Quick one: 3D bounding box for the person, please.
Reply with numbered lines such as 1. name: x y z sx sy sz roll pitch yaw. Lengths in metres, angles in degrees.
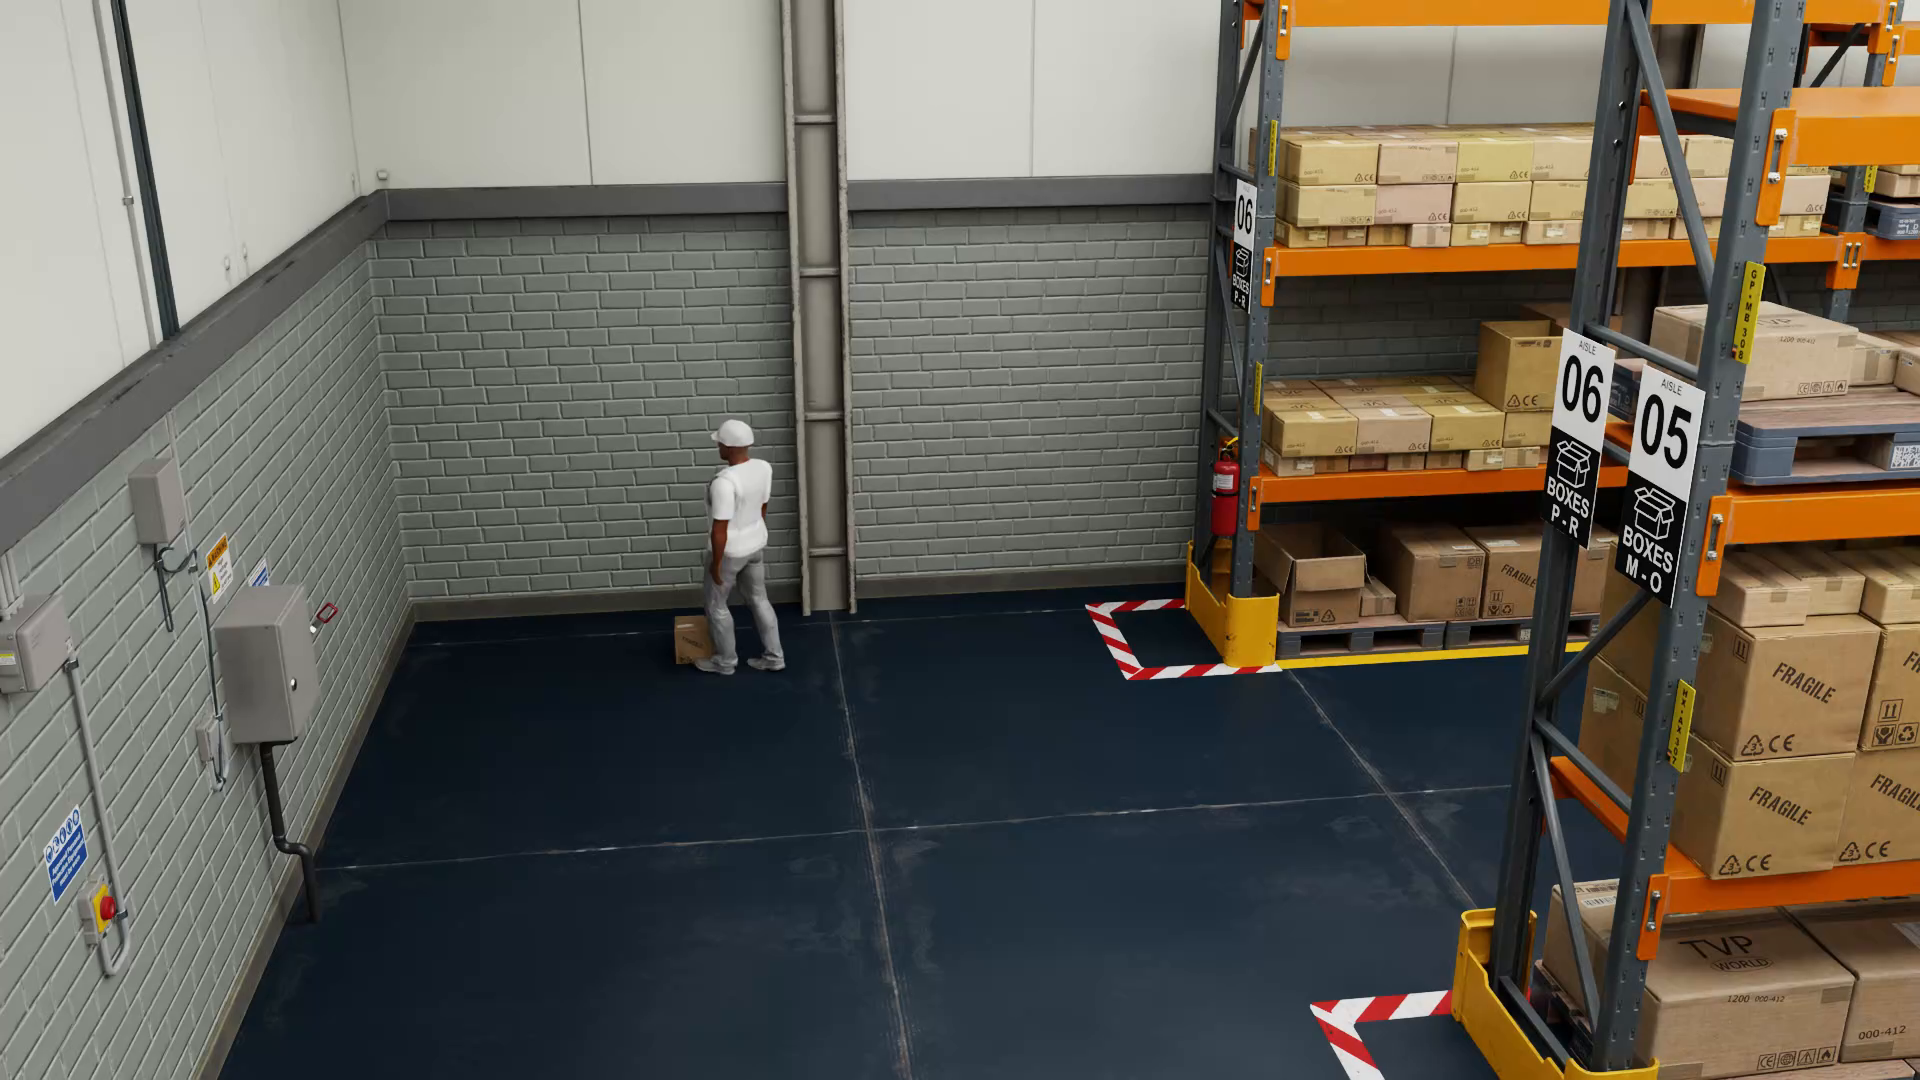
1. person: -1.485 0.060 10.930 0.567 1.775 0.568 12 23 30
